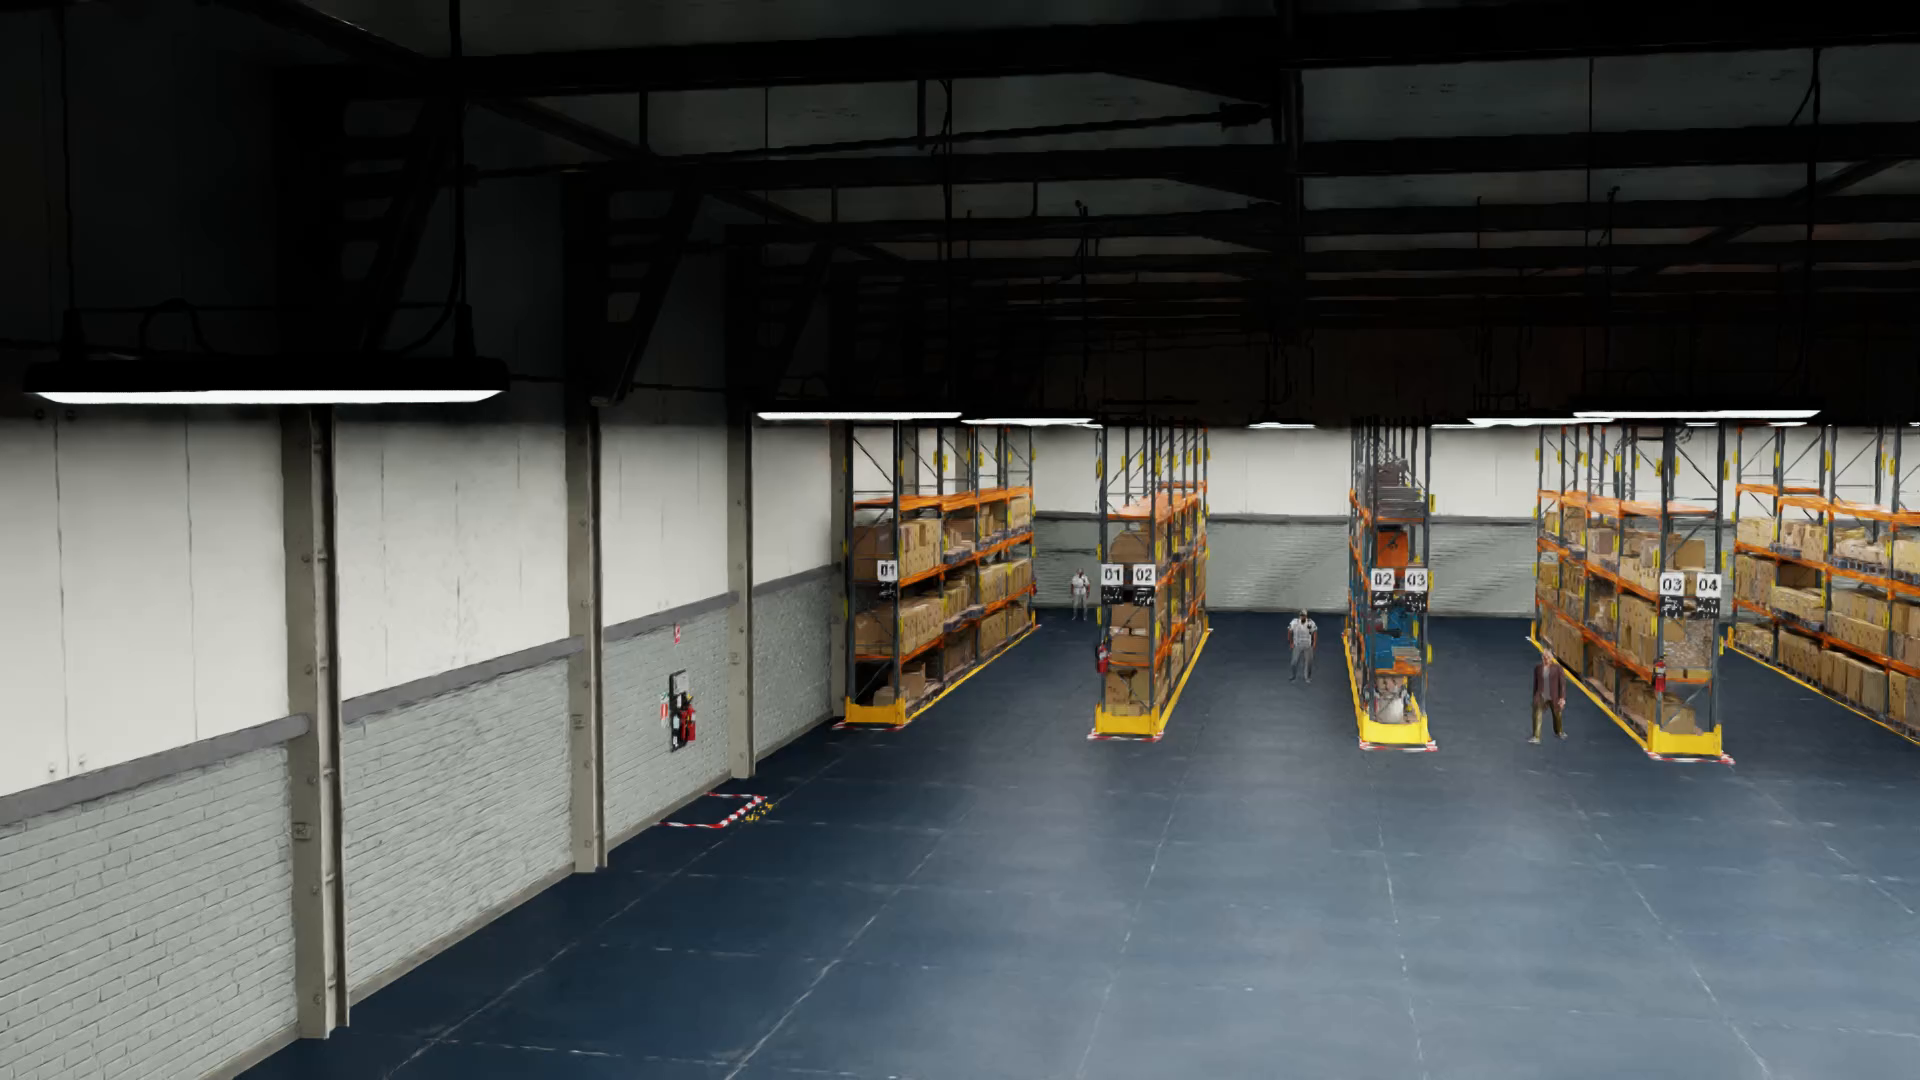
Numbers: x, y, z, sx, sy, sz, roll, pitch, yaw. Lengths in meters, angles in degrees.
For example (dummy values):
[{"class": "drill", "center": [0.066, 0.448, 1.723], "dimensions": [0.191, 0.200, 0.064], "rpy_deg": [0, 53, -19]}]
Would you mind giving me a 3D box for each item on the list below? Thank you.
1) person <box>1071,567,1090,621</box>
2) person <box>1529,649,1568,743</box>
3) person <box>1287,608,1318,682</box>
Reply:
[{"class": "person", "center": [3.592, 1.612, 49.657], "dimensions": [0.592, 1.629, 0.532], "rpy_deg": [1, 4, 9]}, {"class": "person", "center": [10.760, 2.841, 30.386], "dimensions": [0.634, 1.722, 1.045], "rpy_deg": [2, 4, 32]}, {"class": "person", "center": [7.749, 2.366, 37.629], "dimensions": [0.682, 1.715, 0.542], "rpy_deg": [1, 4, 10]}]
